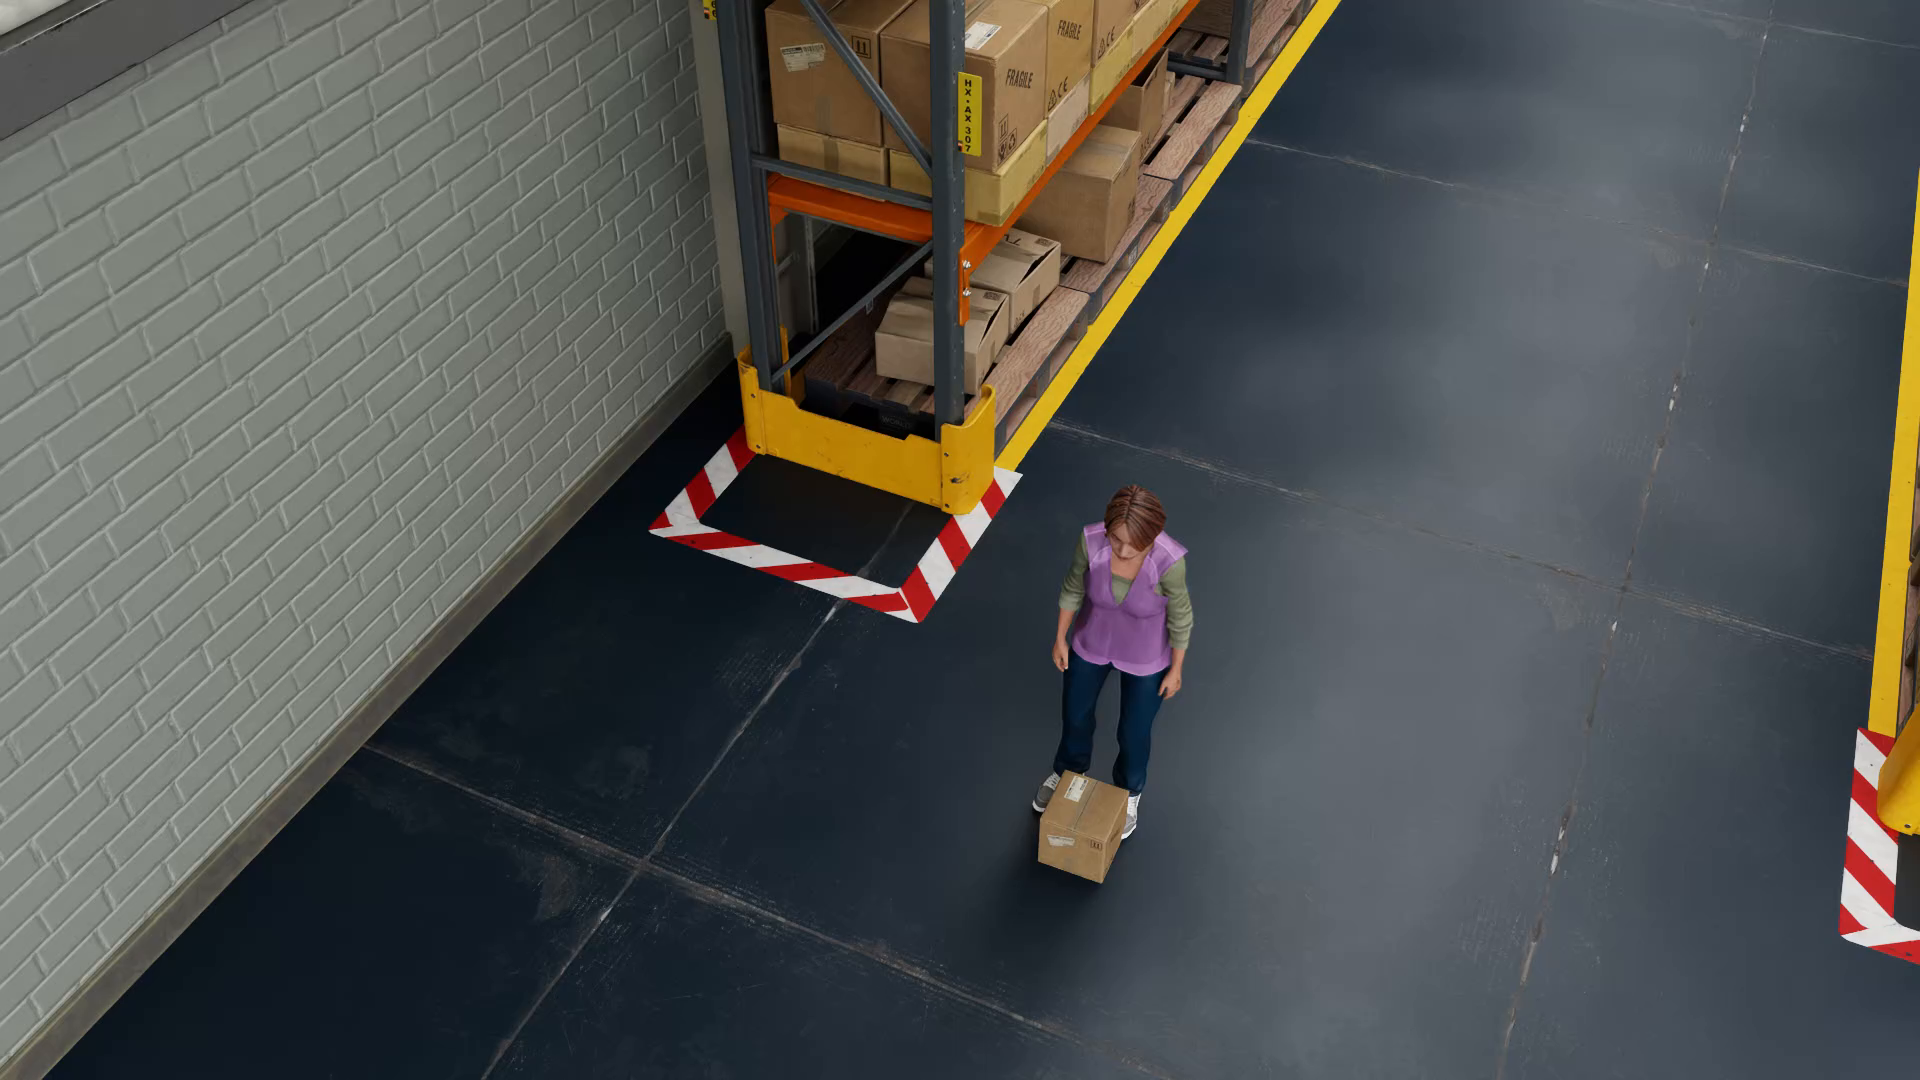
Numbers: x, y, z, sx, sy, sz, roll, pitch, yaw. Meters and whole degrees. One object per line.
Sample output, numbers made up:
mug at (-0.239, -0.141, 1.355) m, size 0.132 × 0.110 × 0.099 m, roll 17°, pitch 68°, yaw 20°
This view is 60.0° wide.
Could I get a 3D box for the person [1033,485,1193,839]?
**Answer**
person at (0.542, 0.397, 5.736) m, size 0.484 × 1.592 × 0.346 m, roll 15°, pitch 45°, yaw 16°
